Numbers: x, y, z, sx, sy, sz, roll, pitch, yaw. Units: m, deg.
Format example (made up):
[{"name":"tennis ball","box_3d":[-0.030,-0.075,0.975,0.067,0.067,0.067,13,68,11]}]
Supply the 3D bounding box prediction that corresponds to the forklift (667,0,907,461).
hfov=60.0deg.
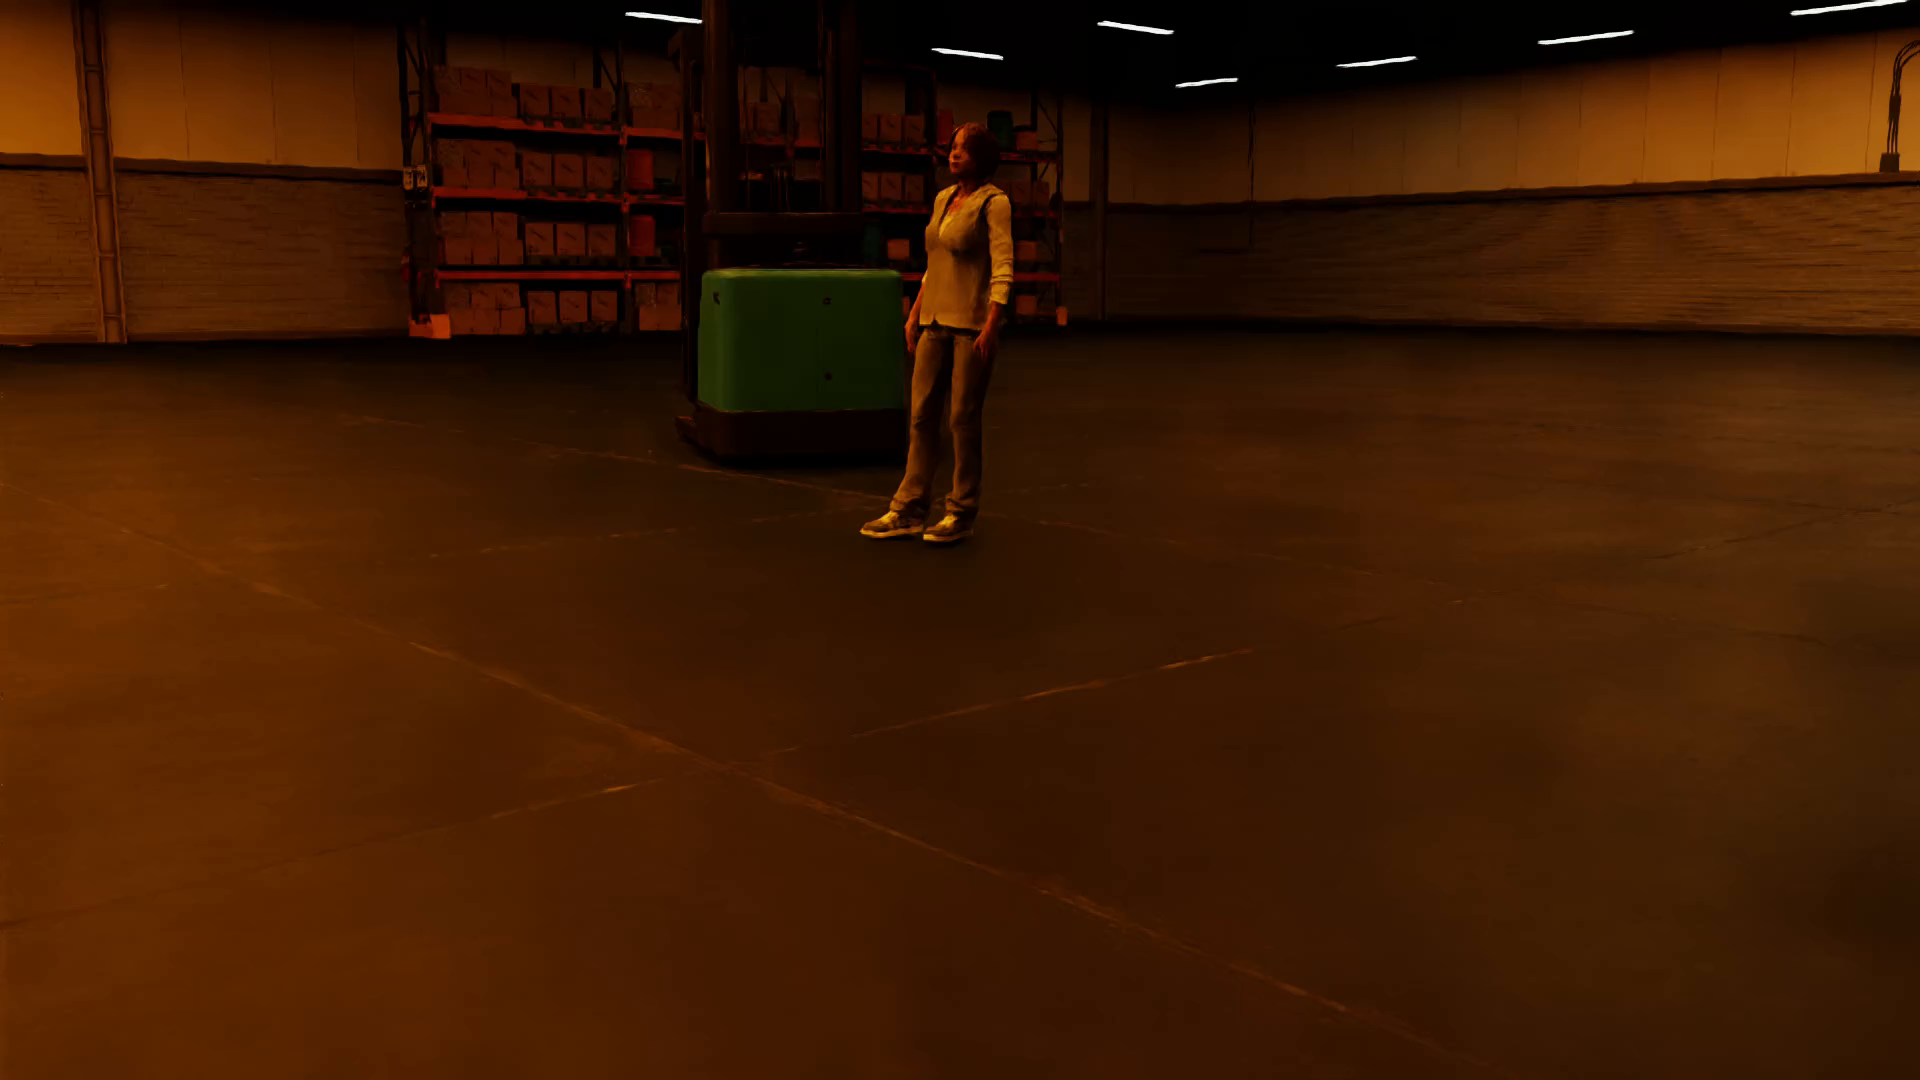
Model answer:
[{"name":"forklift","box_3d":[-1.205,-2.075,10.362,1.130,2.935,3.031,-3,9,-16]}]

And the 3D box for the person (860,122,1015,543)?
[{"name":"person","box_3d":[-0.065,-0.790,6.379,0.474,1.597,0.521,-8,12,-40]}]
